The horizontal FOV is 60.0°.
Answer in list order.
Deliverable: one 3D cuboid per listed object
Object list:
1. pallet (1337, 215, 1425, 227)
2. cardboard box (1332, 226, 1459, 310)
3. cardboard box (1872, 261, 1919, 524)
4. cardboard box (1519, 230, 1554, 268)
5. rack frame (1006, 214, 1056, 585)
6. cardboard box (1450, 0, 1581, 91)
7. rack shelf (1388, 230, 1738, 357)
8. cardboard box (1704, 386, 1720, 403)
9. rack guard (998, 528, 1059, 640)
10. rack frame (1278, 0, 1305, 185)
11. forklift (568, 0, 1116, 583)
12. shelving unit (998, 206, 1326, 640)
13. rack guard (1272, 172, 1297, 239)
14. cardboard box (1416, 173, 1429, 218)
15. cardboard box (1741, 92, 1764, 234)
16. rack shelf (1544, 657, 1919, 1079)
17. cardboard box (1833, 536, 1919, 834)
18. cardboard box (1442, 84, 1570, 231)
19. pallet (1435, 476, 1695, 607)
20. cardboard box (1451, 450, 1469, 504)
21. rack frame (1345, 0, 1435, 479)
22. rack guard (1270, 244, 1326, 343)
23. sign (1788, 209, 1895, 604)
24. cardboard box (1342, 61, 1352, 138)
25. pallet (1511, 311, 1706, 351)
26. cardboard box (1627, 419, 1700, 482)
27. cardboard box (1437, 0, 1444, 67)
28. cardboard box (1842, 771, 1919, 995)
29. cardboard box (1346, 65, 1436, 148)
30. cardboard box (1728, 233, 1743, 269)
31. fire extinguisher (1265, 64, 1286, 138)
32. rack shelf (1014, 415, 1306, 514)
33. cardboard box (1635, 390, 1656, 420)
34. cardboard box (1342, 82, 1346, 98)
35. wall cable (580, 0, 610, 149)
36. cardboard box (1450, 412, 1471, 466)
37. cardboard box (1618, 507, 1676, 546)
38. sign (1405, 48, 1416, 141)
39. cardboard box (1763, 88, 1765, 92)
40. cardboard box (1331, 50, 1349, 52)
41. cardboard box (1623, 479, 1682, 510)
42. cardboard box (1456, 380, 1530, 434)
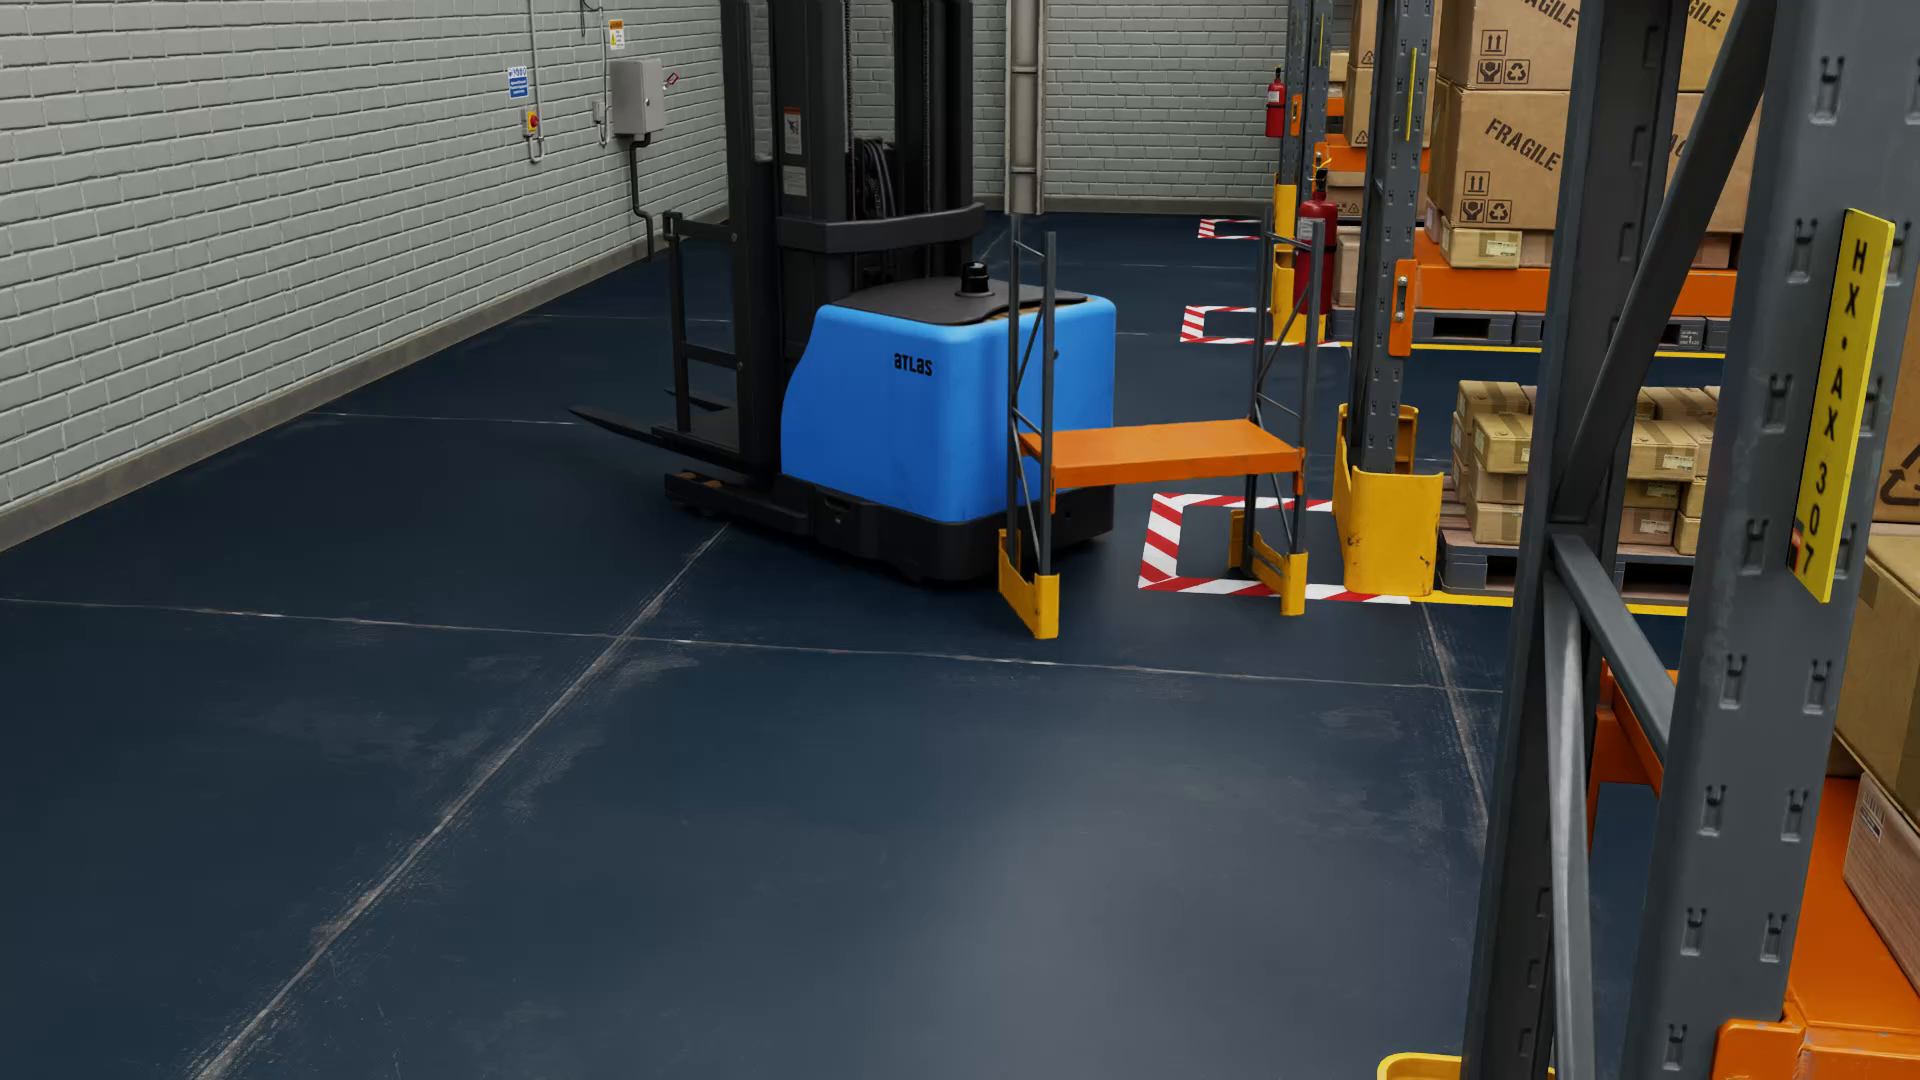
[{"bbox_3d":[4.065,-3.133,16.334,1.213,0.211,1.003,3,19,9],"label":"pallet"},{"bbox_3d":[3.086,-1.926,11.708,0.875,0.438,0.875,2,19,7],"label":"cardboard box"},{"bbox_3d":[1.370,-0.323,2.126,0.500,0.500,0.500,3,19,9],"label":"cardboard box"},{"bbox_3d":[2.259,-1.150,6.409,0.250,0.149,0.380,4,19,11],"label":"cardboard box"},{"bbox_3d":[0.259,-0.431,6.227,0.032,1.500,0.500,-5,19,-13],"label":"rack frame"},{"bbox_3d":[2.135,-1.945,6.186,0.500,0.500,0.500,3,19,8],"label":"cardboard box"},{"bbox_3d":[3.708,-0.946,6.537,4.000,0.370,1.077,3,19,9],"label":"rack shelf"},{"bbox_3d":[3.331,-0.537,7.075,0.250,0.149,0.380,4,19,11],"label":"cardboard box"},{"bbox_3d":[0.261,0.162,6.425,0.087,0.250,0.587,-5,19,-13],"label":"rack guard"},{"bbox_3d":[3.202,-4.499,16.022,0.127,3.000,1.000,3,19,9],"label":"rack frame"},{"bbox_3d":[-0.732,-1.600,7.465,3.031,2.935,1.130,17,25,42],"label":"forklift"},{"bbox_3d":[0.743,-0.469,6.342,1.083,1.500,0.587,-5,19,-13],"label":"shelving unit"},{"bbox_3d":[3.277,-3.310,16.407,0.348,0.500,1.175,3,19,9],"label":"rack guard"},{"bbox_3d":[4.629,-3.397,16.007,0.500,0.500,0.700,4,19,11],"label":"cardboard box"},{"bbox_3d":[3.147,-1.420,6.193,0.500,0.500,0.500,3,19,9],"label":"cardboard box"},{"bbox_3d":[2.822,0.603,1.909,4.000,0.370,1.077,3,19,9],"label":"rack shelf"},{"bbox_3d":[1.278,0.200,1.747,0.500,0.250,0.500,2,19,7],"label":"cardboard box"},{"bbox_3d":[2.133,-1.467,6.335,0.500,0.500,0.500,4,19,11],"label":"cardboard box"},{"bbox_3d":[2.605,-0.010,7.000,1.213,0.211,1.003,3,19,9],"label":"pallet"},{"bbox_3d":[2.286,-0.274,7.226,0.250,0.149,0.380,3,19,10],"label":"cardboard box"},{"bbox_3d":[1.733,-1.388,6.724,0.127,3.000,1.000,3,19,9],"label":"rack frame"},{"bbox_3d":[2.395,-1.760,11.774,0.348,0.500,1.175,3,19,9],"label":"rack guard"},{"bbox_3d":[0.753,-0.114,1.427,0.005,0.325,0.100,3,19,9],"label":"sign"},{"bbox_3d":[2.937,-3.050,11.533,0.500,0.500,0.500,3,19,9],"label":"cardboard box"},{"bbox_3d":[4.422,-1.544,11.584,1.213,0.211,1.003,3,19,9],"label":"pallet"},{"bbox_3d":[2.717,-0.356,6.532,0.250,0.149,0.380,3,19,9],"label":"cardboard box"},{"bbox_3d":[3.359,-3.328,10.790,0.500,0.500,0.500,2,19,7],"label":"cardboard box"},{"bbox_3d":[1.145,0.401,1.773,0.250,0.149,0.380,3,19,9],"label":"cardboard box"},{"bbox_3d":[2.847,-2.877,11.017,0.500,0.500,0.500,3,19,8],"label":"cardboard box"},{"bbox_3d":[3.058,-1.128,6.344,0.250,0.149,0.380,3,19,8],"label":"cardboard box"},{"bbox_3d":[2.984,-4.148,15.683,0.183,0.674,0.296,3,19,9],"label":"fire extinguisher"},{"bbox_3d":[0.752,-0.300,6.402,1.000,0.185,0.538,-5,19,-13],"label":"rack shelf"},{"bbox_3d":[2.811,-0.566,7.162,0.250,0.149,0.380,3,19,7],"label":"cardboard box"},{"bbox_3d":[3.742,-4.279,15.761,0.250,0.149,0.380,3,19,10],"label":"cardboard box"},{"bbox_3d":[-2.939,-4.147,13.369,0.122,1.984,0.588,3,19,9],"label":"wall cable"},{"bbox_3d":[2.300,-0.439,7.250,0.250,0.149,0.380,2,19,7],"label":"cardboard box"},{"bbox_3d":[2.718,-0.111,6.738,0.250,0.149,0.380,3,19,9],"label":"cardboard box"},{"bbox_3d":[1.648,-1.629,6.079,0.005,0.325,0.100,3,19,9],"label":"sign"},{"bbox_3d":[3.144,-1.888,6.017,0.500,0.500,0.500,2,19,7],"label":"cardboard box"},{"bbox_3d":[3.699,-4.629,16.178,0.500,0.250,0.500,3,19,10],"label":"cardboard box"},{"bbox_3d":[2.727,-0.253,6.695,0.250,0.149,0.380,3,19,9],"label":"cardboard box"},{"bbox_3d":[2.296,-0.570,7.173,0.250,0.149,0.380,3,19,9],"label":"cardboard box"}]
